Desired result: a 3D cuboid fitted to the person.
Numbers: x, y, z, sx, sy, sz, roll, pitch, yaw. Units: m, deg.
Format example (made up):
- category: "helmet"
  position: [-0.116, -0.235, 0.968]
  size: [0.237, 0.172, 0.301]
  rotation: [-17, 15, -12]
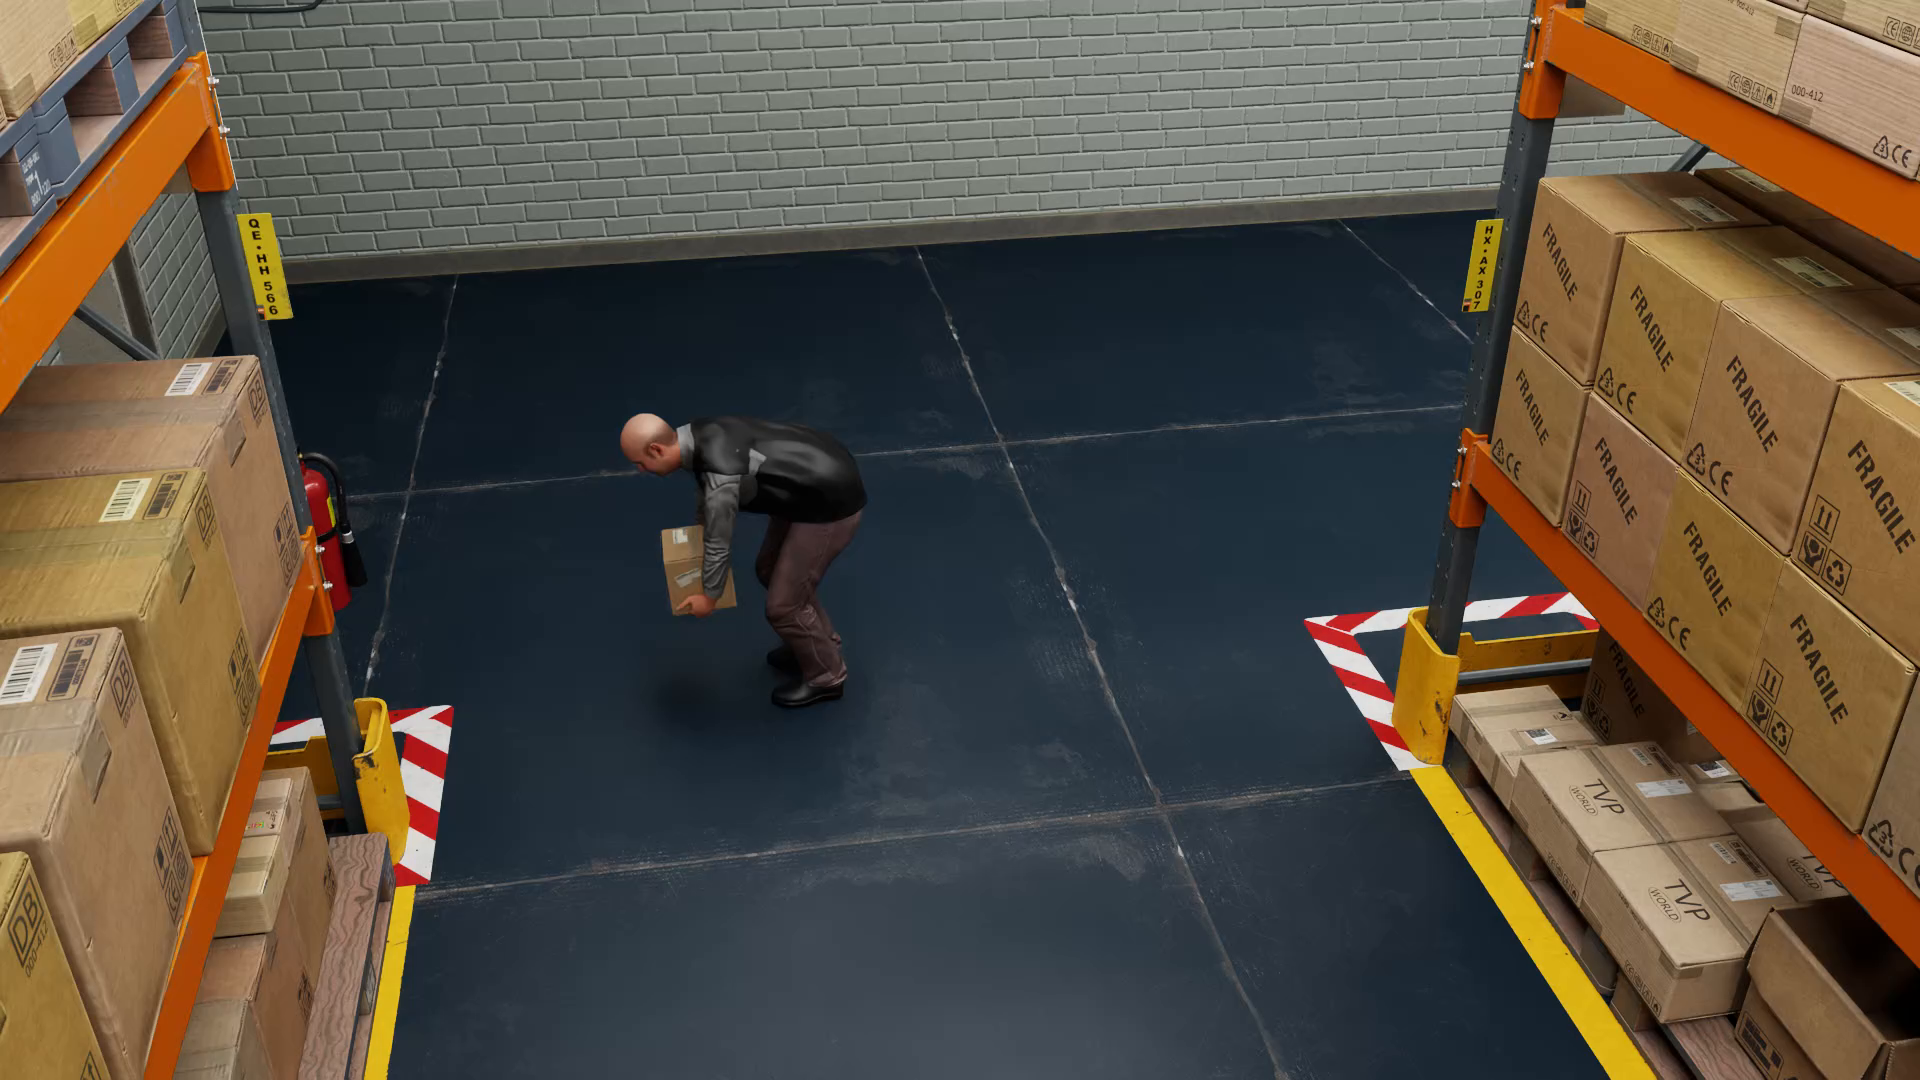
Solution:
- category: "person"
  position: [-0.828, 0.048, 6.516]
  size: [0.888, 1.276, 0.470]
  rotation: [-6, 31, -11]
